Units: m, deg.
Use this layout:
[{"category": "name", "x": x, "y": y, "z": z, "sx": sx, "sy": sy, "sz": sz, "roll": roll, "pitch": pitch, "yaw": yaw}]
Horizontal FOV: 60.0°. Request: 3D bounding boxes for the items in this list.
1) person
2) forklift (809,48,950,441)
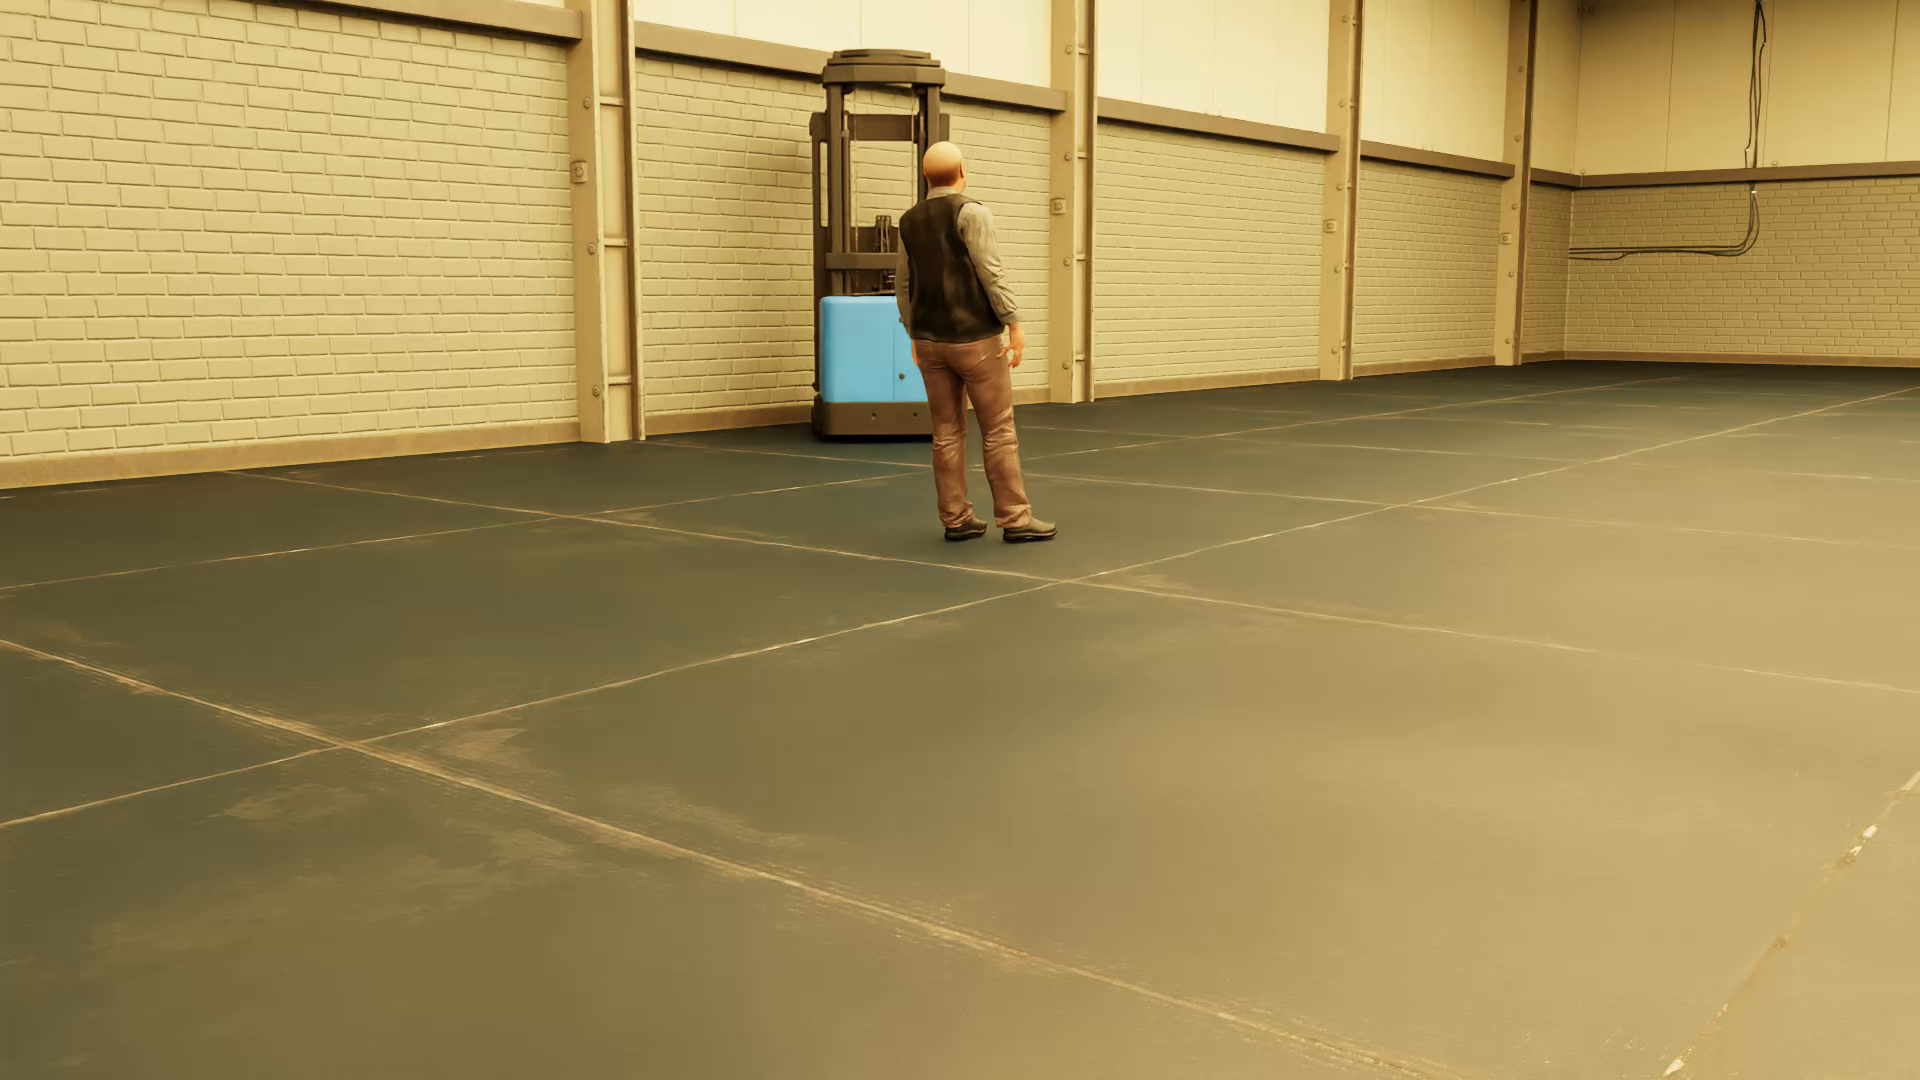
[{"category": "person", "x": 0.045, "y": -0.866, "z": 7.323, "sx": 0.634, "sy": 1.722, "sz": 0.566, "roll": 7, "pitch": 11, "yaw": 38}, {"category": "forklift", "x": -0.652, "y": -2.368, "z": 13.464, "sx": 1.130, "sy": 2.935, "sz": 3.031, "roll": -1, "pitch": 8, "yaw": -6}]
